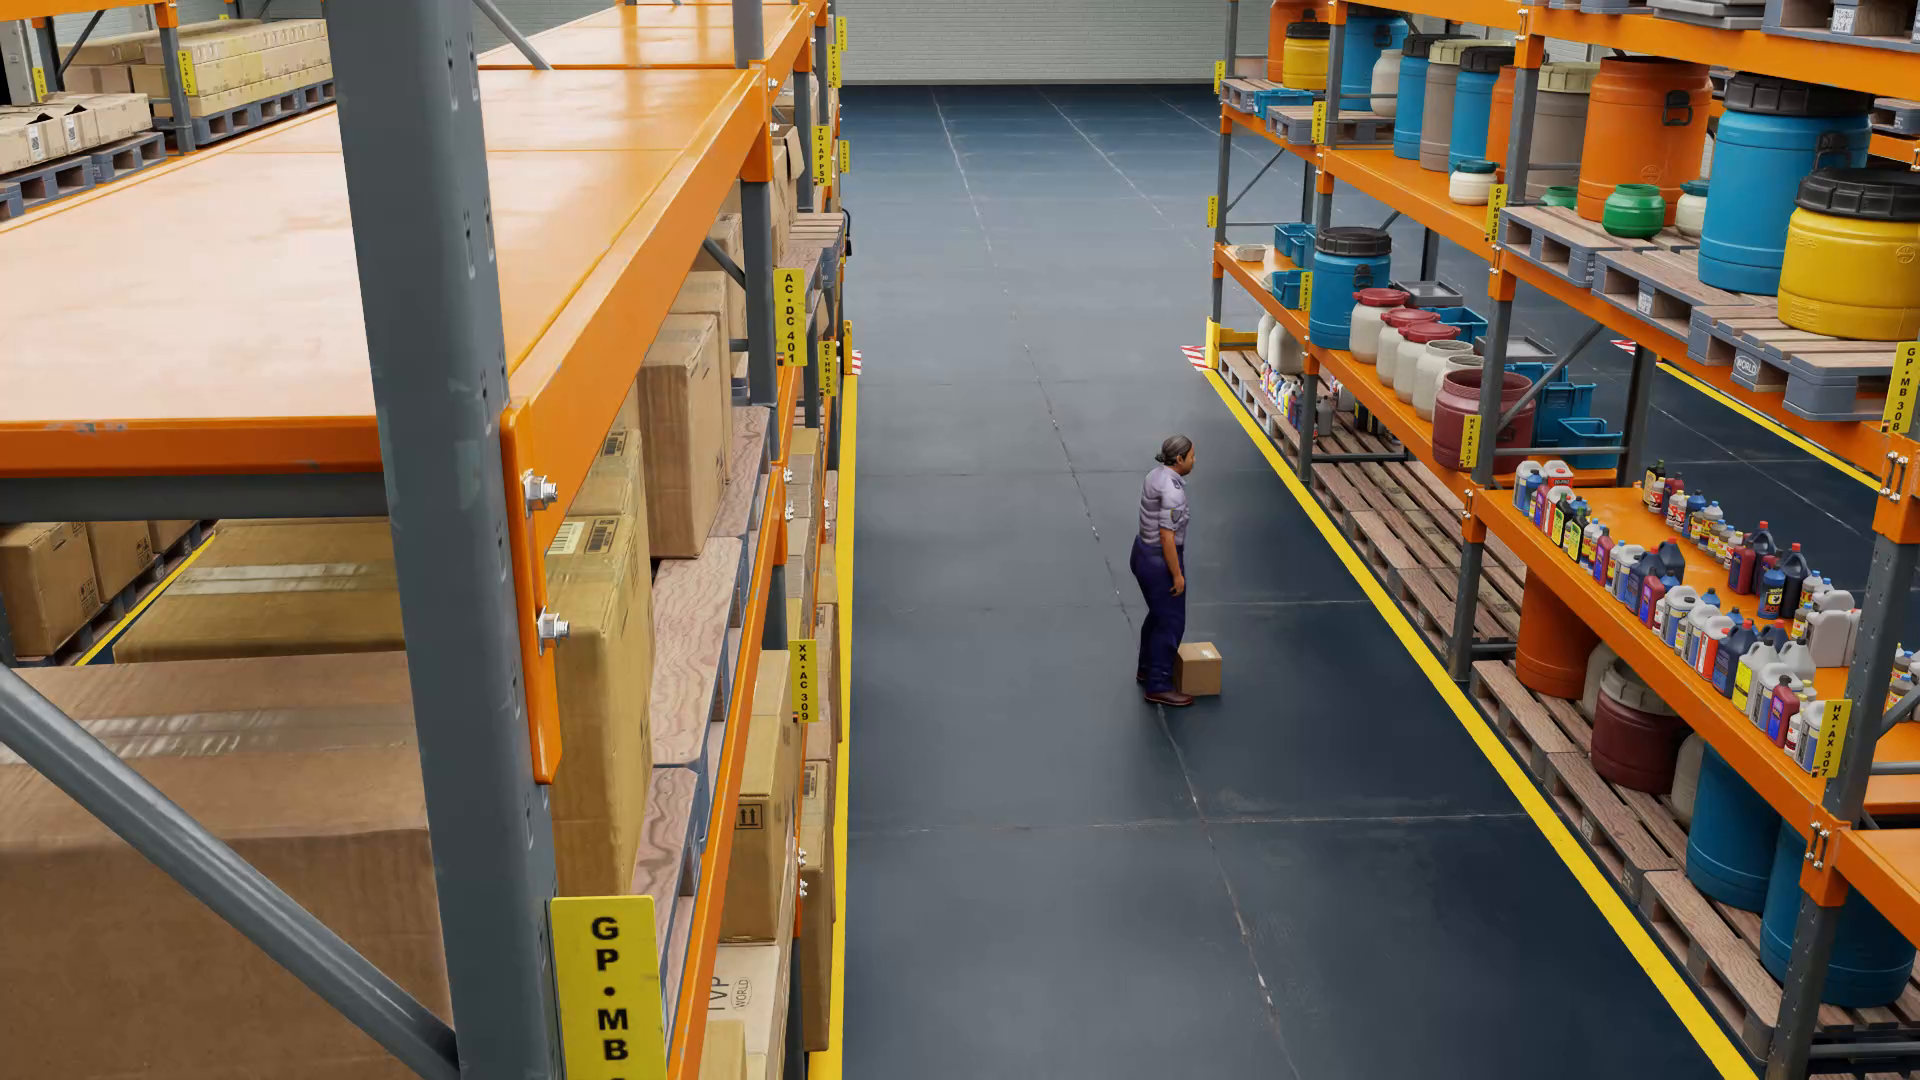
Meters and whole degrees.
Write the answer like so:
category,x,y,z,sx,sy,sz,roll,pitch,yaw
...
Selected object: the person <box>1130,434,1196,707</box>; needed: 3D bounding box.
category,x,y,z,sx,sy,sz,roll,pitch,yaw
person,1.246,0.161,10.163,0.372,1.649,0.564,-2,21,-6
